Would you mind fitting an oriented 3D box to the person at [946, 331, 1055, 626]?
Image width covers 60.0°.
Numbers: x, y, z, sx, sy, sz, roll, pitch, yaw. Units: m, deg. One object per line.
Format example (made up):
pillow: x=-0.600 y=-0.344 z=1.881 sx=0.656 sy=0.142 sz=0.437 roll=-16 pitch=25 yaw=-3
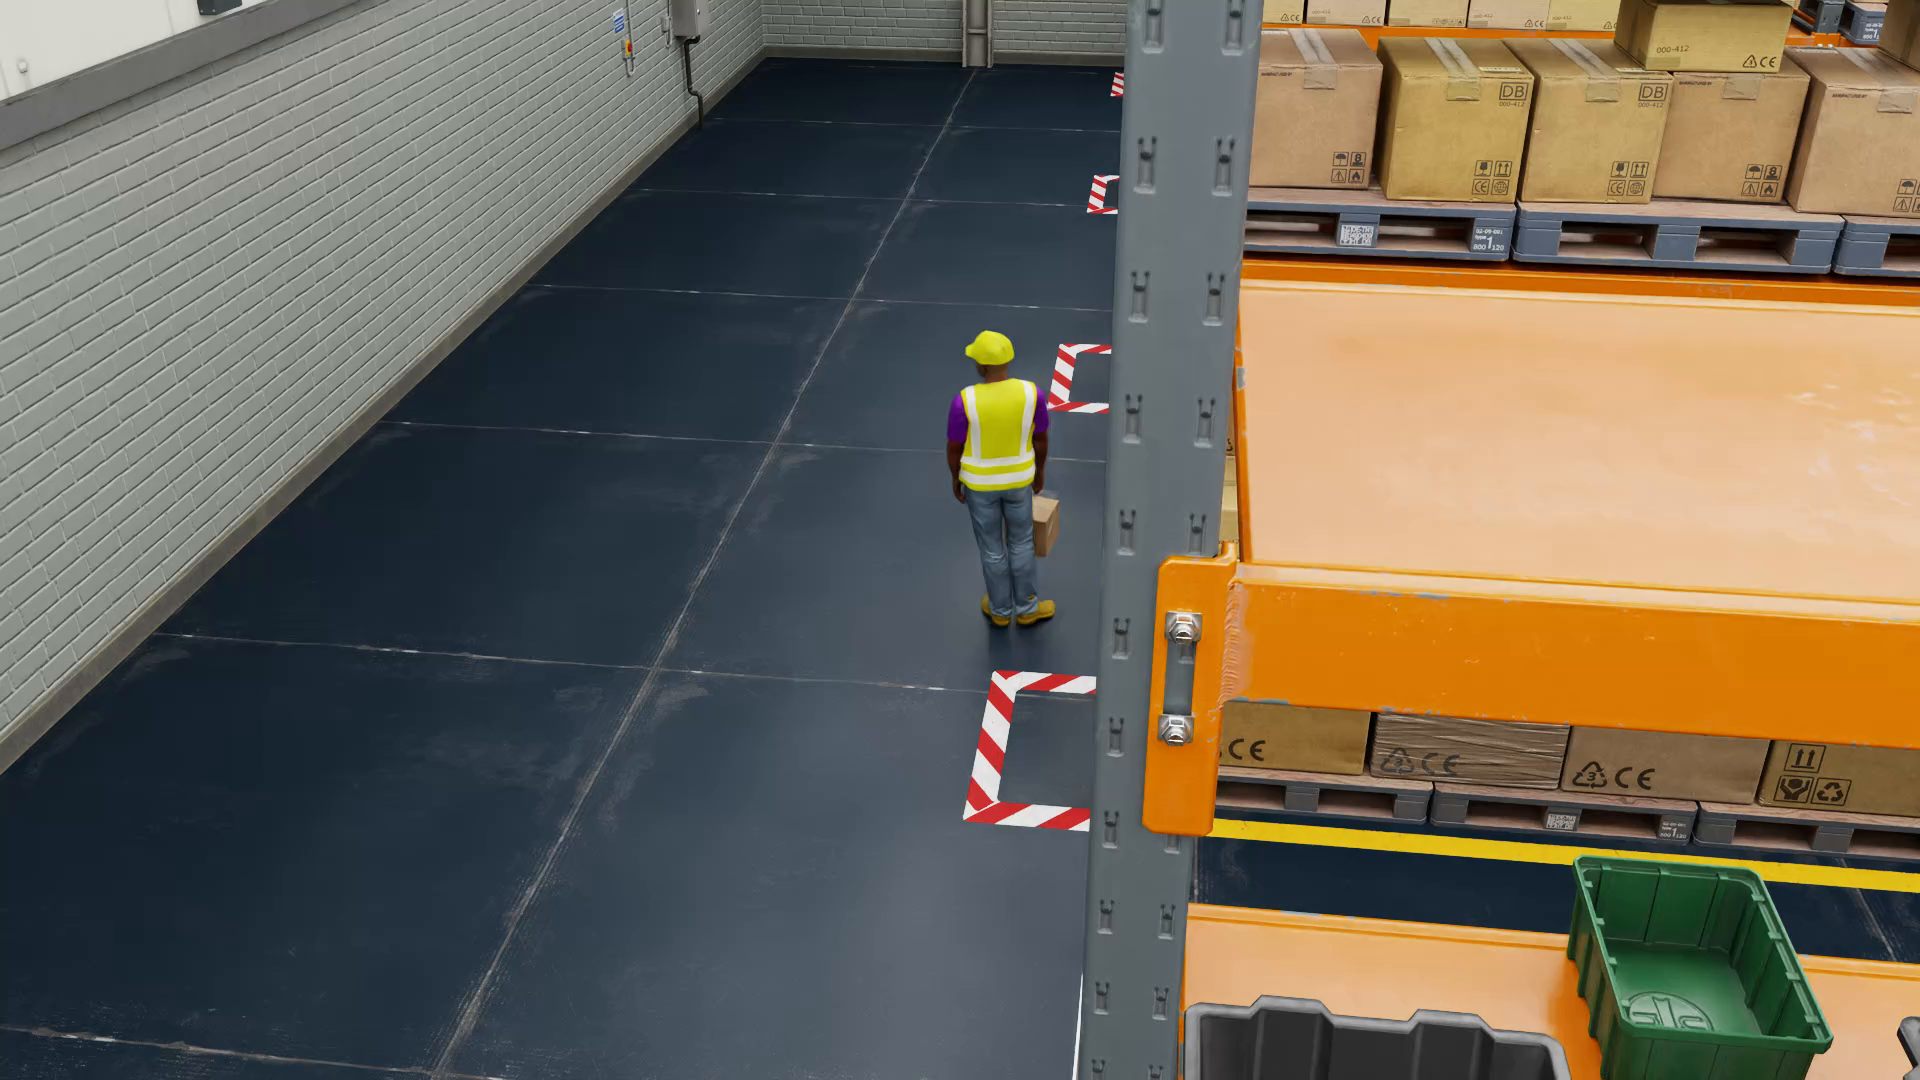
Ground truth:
person: x=0.242 y=-0.336 z=9.315 sx=0.653 sy=1.767 sz=0.346 roll=-5 pitch=29 yaw=-9
